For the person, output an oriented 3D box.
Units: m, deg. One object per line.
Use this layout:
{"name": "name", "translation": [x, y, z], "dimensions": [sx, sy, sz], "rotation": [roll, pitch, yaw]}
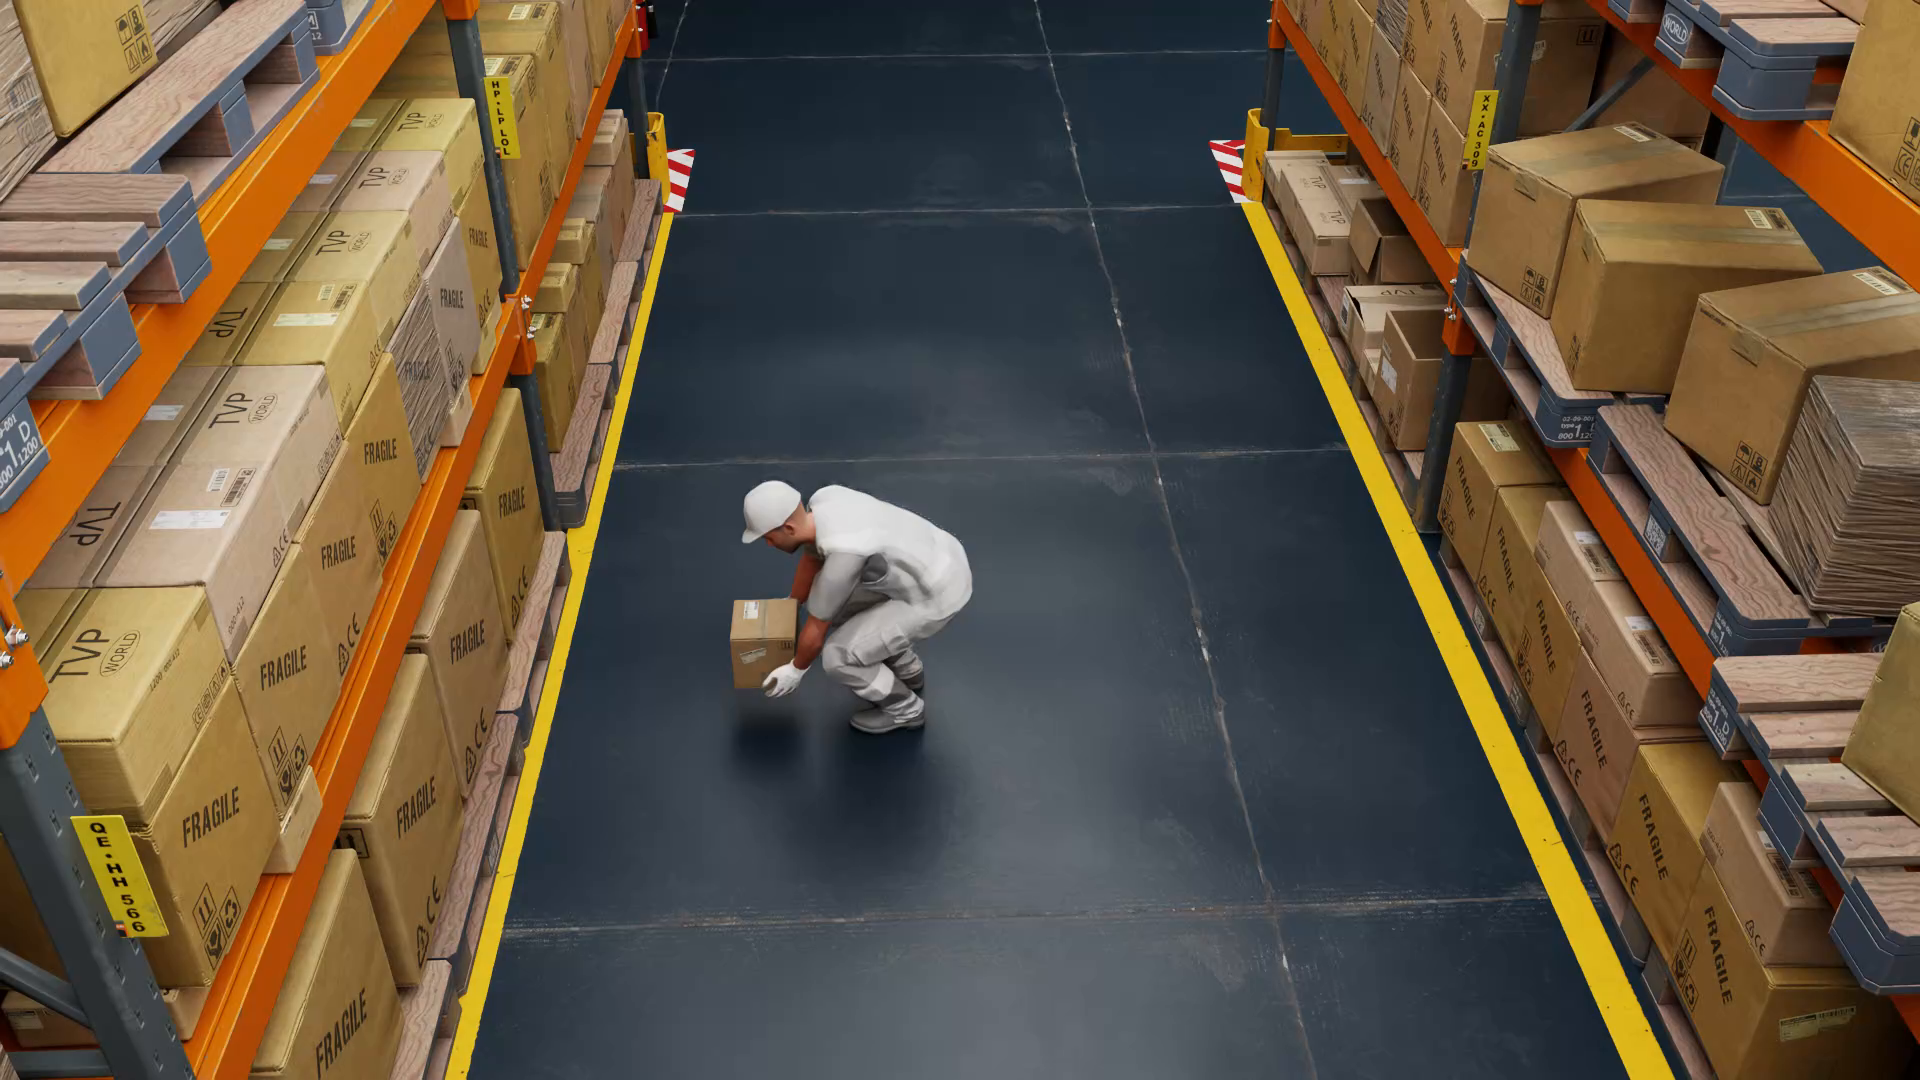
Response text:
{"name": "person", "translation": [-0.379, 0.232, 6.384], "dimensions": [0.856, 1.114, 0.579], "rotation": [-2, 35, -2]}
